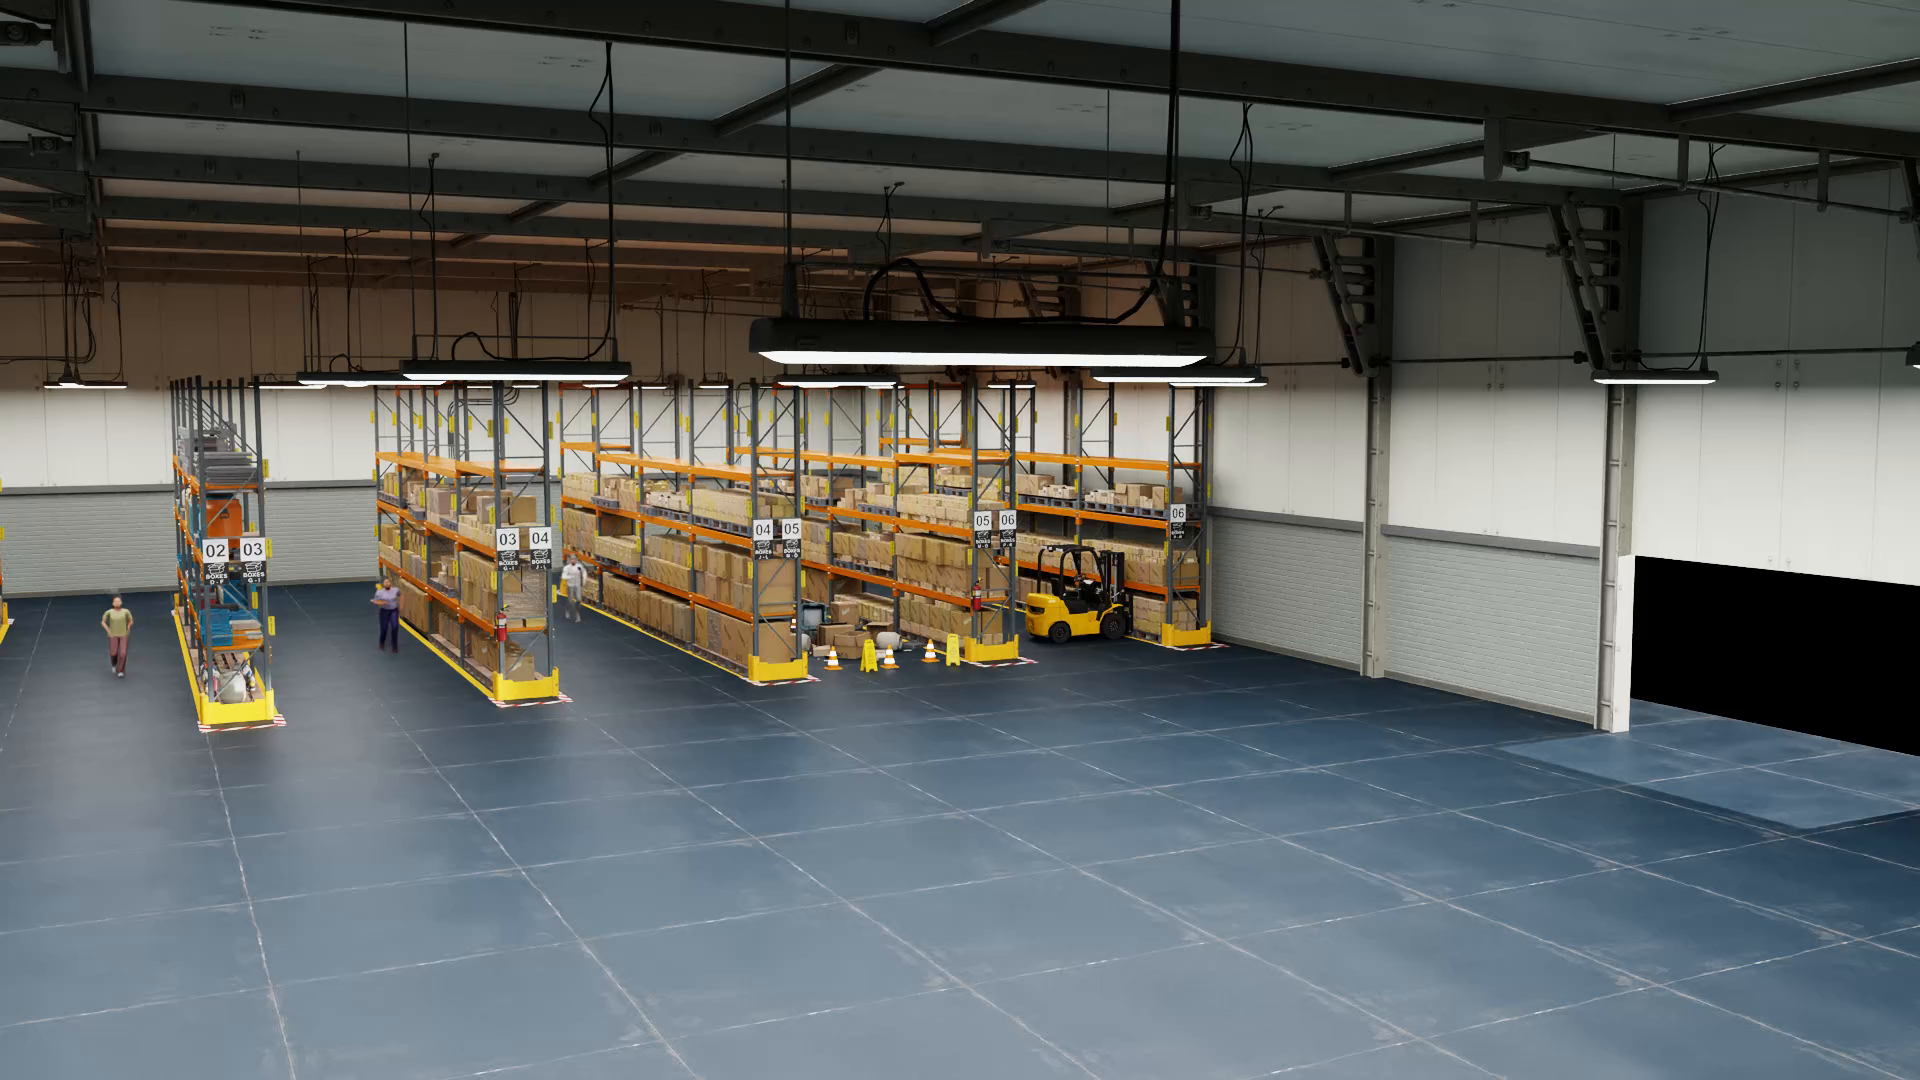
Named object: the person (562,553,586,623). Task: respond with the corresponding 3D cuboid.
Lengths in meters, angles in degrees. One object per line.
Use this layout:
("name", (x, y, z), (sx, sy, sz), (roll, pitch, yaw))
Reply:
("person", (-9.654, 1.185, 41.595), (0.623, 1.735, 0.883), (-2, 5, -21))

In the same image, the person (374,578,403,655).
("person", (-12.564, 1.660, 36.591), (0.610, 1.696, 0.882), (-2, 6, -22))

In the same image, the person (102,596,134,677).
("person", (-16.920, 1.936, 33.447), (0.576, 1.622, 0.556), (-3, 6, -31))
